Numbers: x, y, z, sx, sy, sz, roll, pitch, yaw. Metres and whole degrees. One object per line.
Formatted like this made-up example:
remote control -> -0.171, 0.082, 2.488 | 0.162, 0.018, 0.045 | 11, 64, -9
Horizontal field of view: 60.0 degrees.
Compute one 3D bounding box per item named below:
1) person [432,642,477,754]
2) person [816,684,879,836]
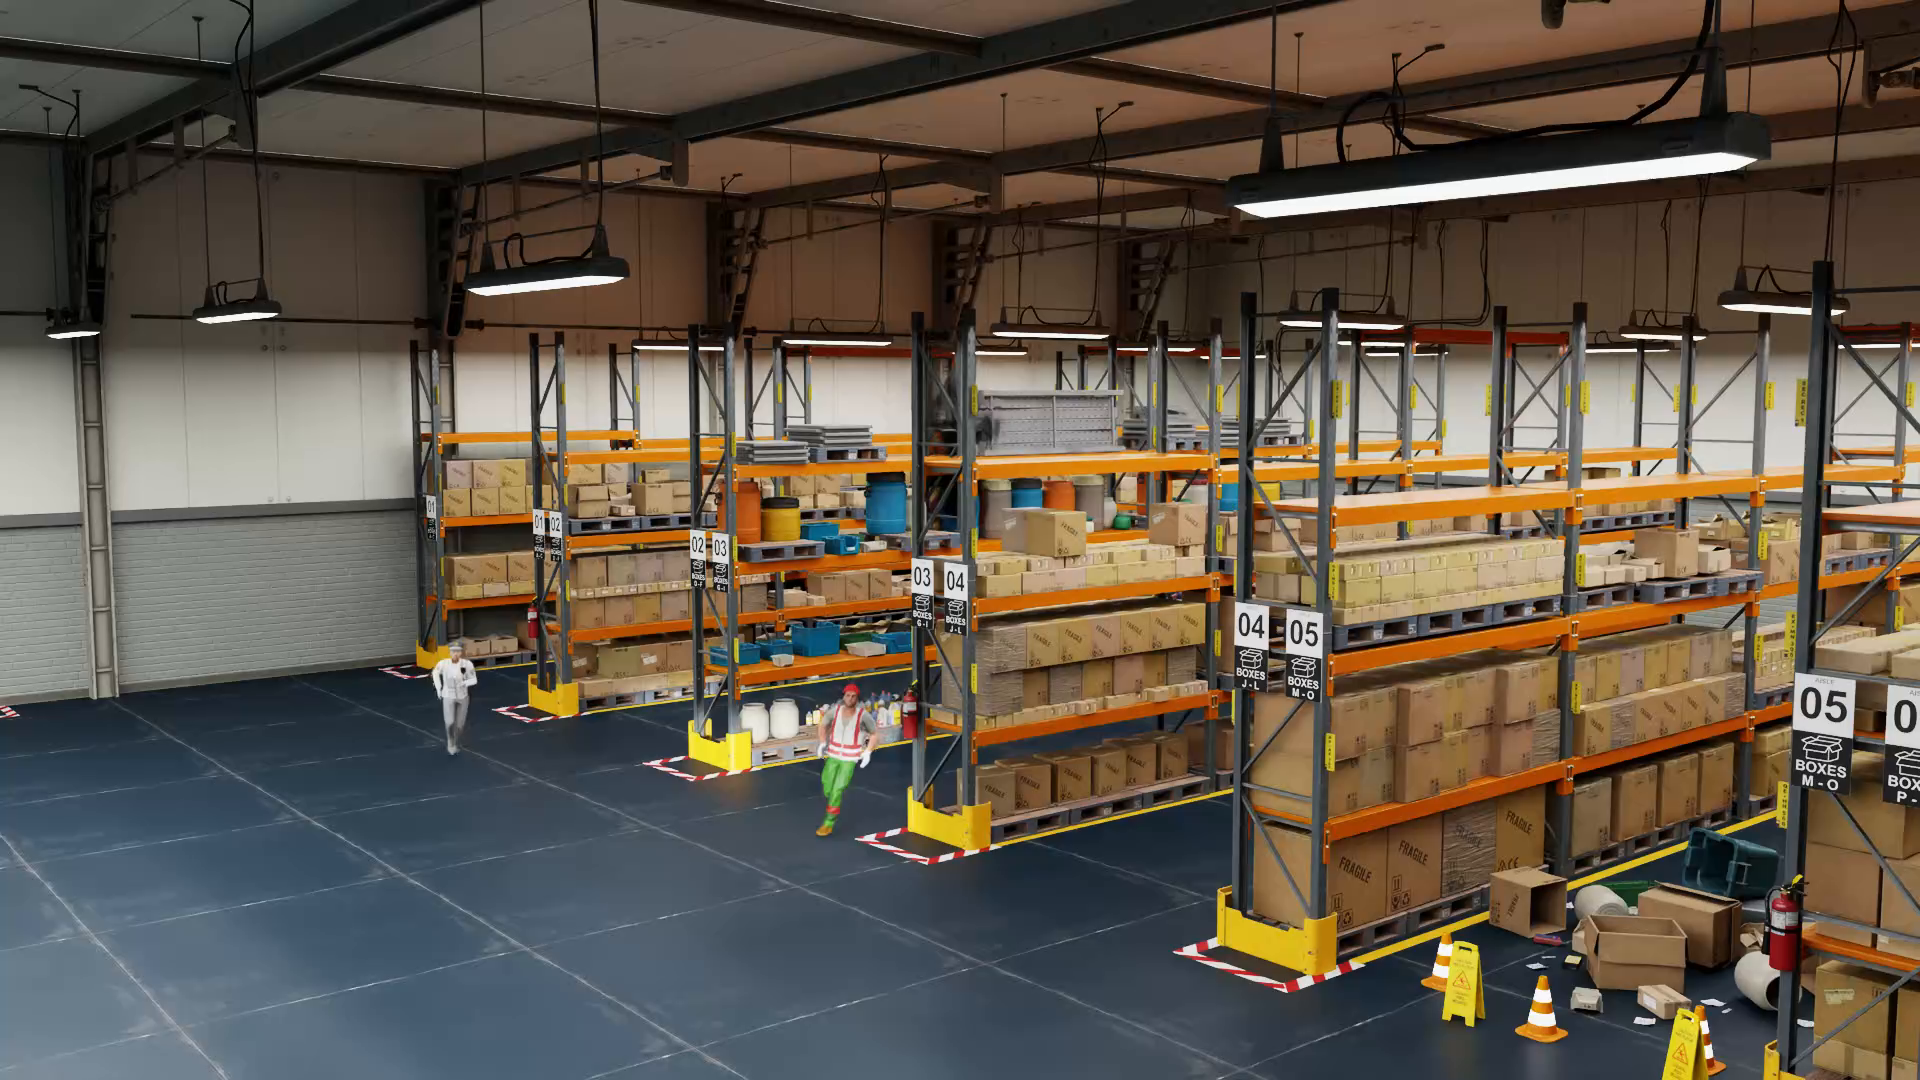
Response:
person -> -7.003, 2.187, 23.087 | 0.569, 1.613, 0.742 | -2, 6, -22
person -> -1.319, 2.522, 19.288 | 0.712, 1.724, 0.767 | 1, 5, 11
